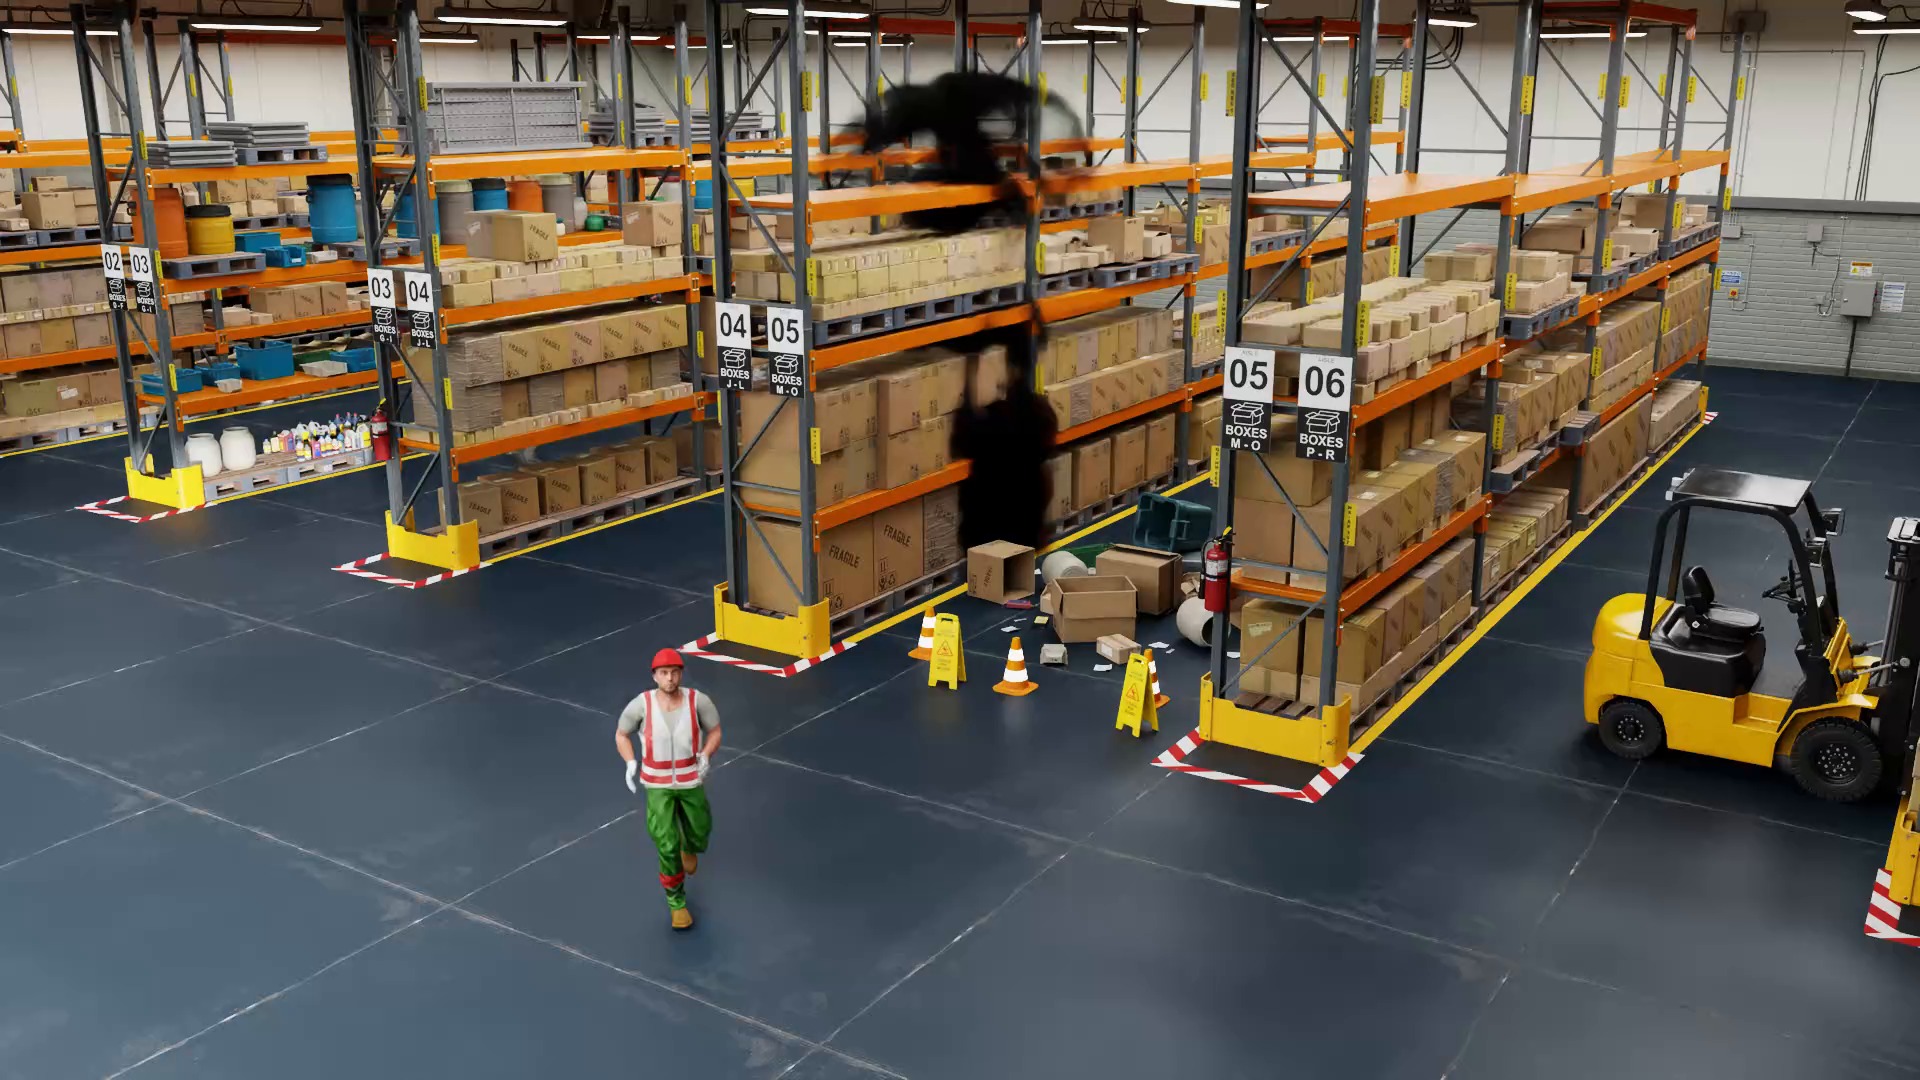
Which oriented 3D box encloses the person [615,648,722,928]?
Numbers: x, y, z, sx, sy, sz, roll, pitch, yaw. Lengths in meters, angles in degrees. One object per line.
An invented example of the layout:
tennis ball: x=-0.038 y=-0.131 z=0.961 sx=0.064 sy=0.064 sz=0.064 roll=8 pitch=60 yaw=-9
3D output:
person: x=-1.820 y=1.518 z=10.511 sx=0.663 sy=1.748 sz=0.780 roll=-4 pitch=16 yaw=-15

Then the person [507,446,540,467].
person: x=-5.561 y=-1.455 z=21.288 sx=0.674 sy=1.660 sz=0.528 roll=10 pitch=18 yaw=32

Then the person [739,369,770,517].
person: x=-2.244 y=-1.097 z=18.916 sx=0.587 sy=1.719 sz=0.859 roll=5 pitch=16 yaw=19
